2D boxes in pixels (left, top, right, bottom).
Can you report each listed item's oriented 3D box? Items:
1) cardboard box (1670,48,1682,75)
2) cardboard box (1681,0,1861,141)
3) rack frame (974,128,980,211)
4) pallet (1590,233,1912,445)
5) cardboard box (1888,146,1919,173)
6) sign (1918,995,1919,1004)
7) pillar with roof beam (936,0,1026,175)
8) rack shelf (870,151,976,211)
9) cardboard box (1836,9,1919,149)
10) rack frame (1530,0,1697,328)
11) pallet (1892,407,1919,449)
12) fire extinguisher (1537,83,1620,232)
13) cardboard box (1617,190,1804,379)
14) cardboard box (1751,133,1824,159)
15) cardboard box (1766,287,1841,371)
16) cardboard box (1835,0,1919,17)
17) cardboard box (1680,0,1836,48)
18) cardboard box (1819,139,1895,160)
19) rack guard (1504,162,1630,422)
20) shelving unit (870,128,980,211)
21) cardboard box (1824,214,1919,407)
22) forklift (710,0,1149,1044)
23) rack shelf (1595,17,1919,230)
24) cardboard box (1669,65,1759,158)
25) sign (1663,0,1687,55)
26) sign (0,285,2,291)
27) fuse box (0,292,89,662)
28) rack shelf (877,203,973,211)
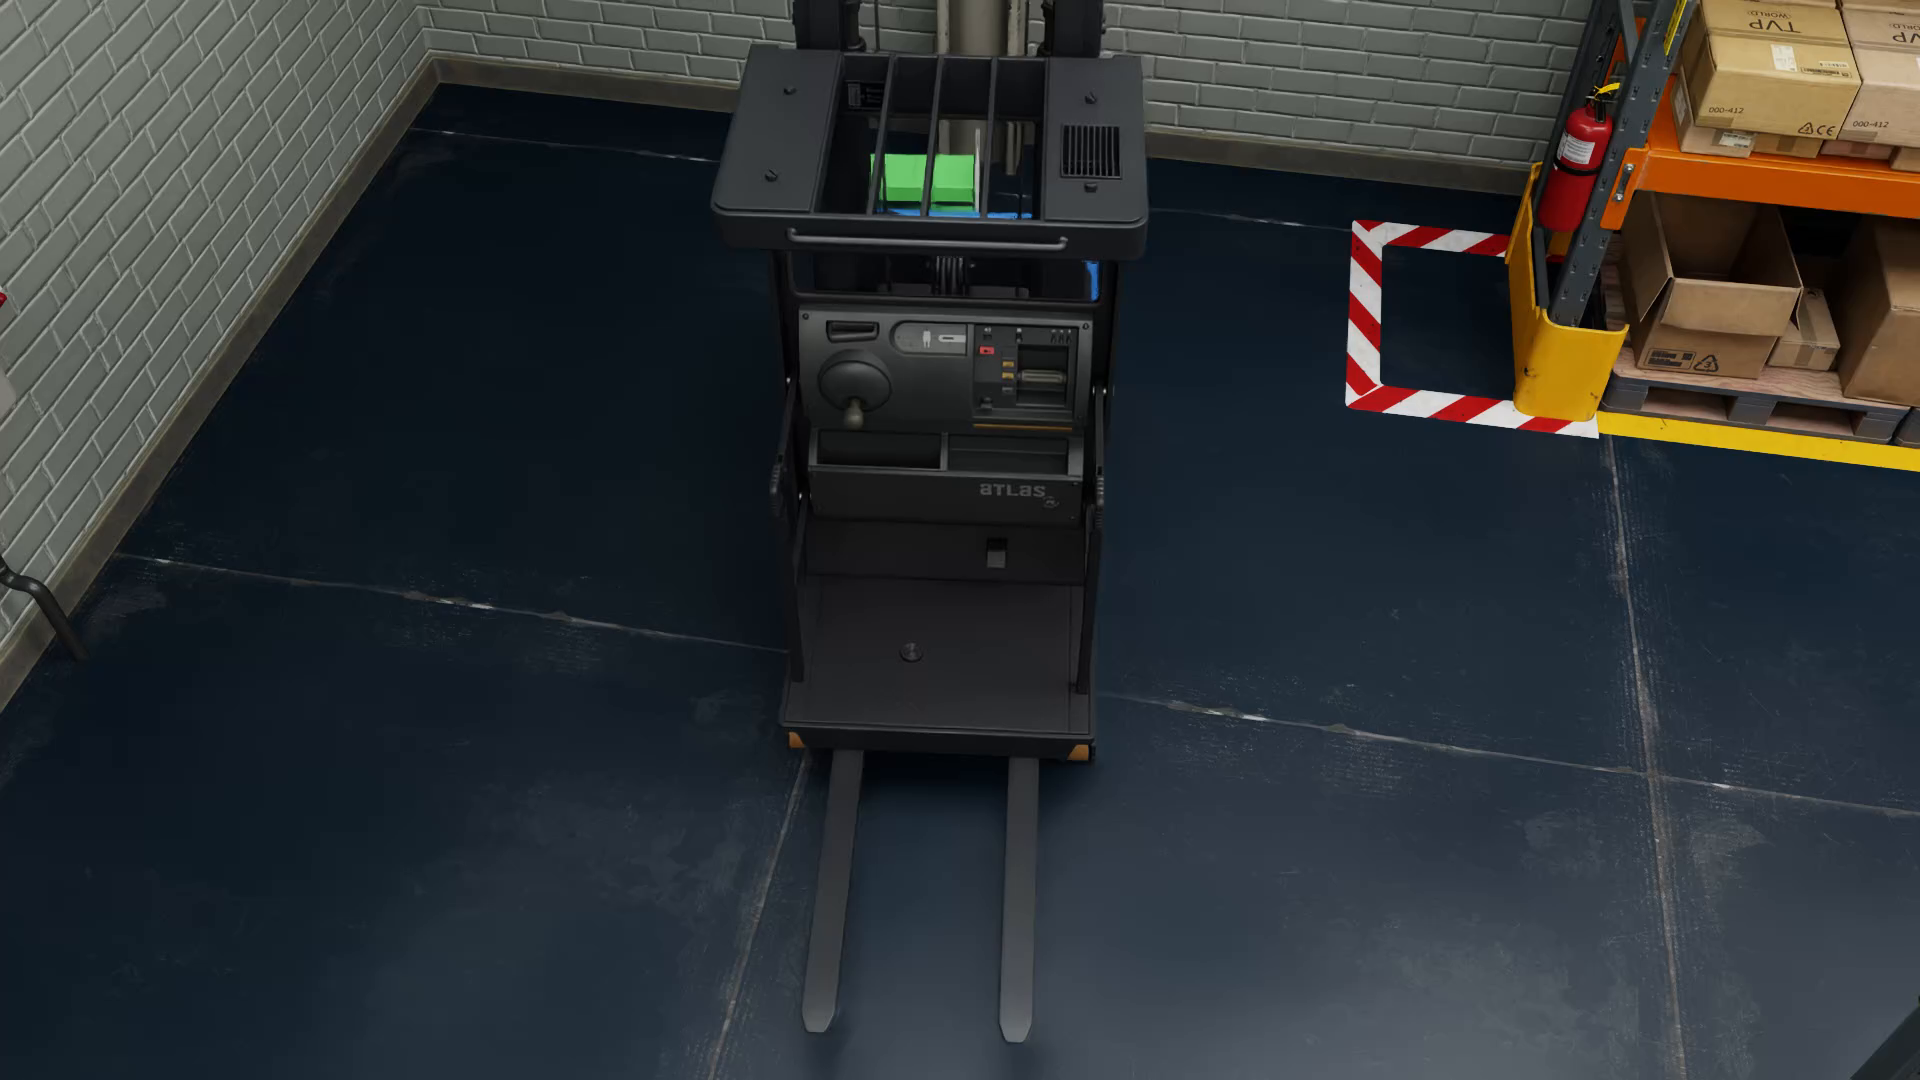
[{"bbox_3d":[2.977,-2.034,6.702,0.250,0.149,0.380,7,48,6],"label":"cardboard box"},{"bbox_3d":[3.002,-1.757,6.185,0.500,0.250,0.500,8,49,7],"label":"cardboard box"},{"bbox_3d":[0.067,-1.124,6.917,0.015,1.200,0.240,1,45,1],"label":"rack frame"},{"bbox_3d":[3.462,-0.918,7.405,1.213,0.211,1.003,8,49,7],"label":"pallet"},{"bbox_3d":[3.639,-1.549,6.266,0.250,0.149,0.380,9,49,8],"label":"cardboard box"},{"bbox_3d":[1.834,0.807,3.042,0.005,0.325,0.100,8,49,7],"label":"sign"},{"bbox_3d":[-0.656,-1.835,2.321,0.400,9.000,9.100,8,49,7],"label":"pillar with roof beam"},{"bbox_3d":[-0.177,-1.421,6.625,0.480,0.148,0.258,1,45,1],"label":"rack shelf"},{"bbox_3d":[3.498,-1.690,6.125,0.500,0.250,0.500,8,49,7],"label":"cardboard box"},{"bbox_3d":[2.603,-1.965,6.471,0.127,3.000,1.000,8,49,7],"label":"rack frame"},{"bbox_3d":[4.659,-0.755,7.259,1.213,0.211,1.003,8,49,7],"label":"pallet"},{"bbox_3d":[2.376,-1.496,6.352,0.183,0.674,0.296,8,49,7],"label":"fire extinguisher"},{"bbox_3d":[3.188,-1.121,7.108,0.637,0.503,0.797,6,48,5],"label":"cardboard box"},{"bbox_3d":[3.136,-1.637,6.345,0.250,0.149,0.380,9,49,8],"label":"cardboard box"},{"bbox_3d":[3.599,-0.917,7.164,0.250,0.149,0.380,6,48,5],"label":"cardboard box"},{"bbox_3d":[3.610,-2.079,6.474,0.500,0.250,0.500,8,49,7],"label":"cardboard box"},{"bbox_3d":[3.103,-2.148,6.536,0.500,0.250,0.500,9,49,8],"label":"cardboard box"},{"bbox_3d":[3.401,-1.628,6.337,0.250,0.149,0.380,7,48,6],"label":"cardboard box"},{"bbox_3d":[2.678,-1.119,7.392,0.348,0.500,1.175,8,49,7],"label":"rack guard"},{"bbox_3d":[-0.177,-1.129,6.921,0.503,1.200,0.258,1,45,1],"label":"shelving unit"},{"bbox_3d":[4.022,-0.978,6.982,0.500,0.500,0.700,9,49,8],"label":"cardboard box"},{"bbox_3d":[-0.057,-0.441,5.147,1.130,2.935,3.031,2,48,2],"label":"forklift"},{"bbox_3d":[4.571,-1.460,6.501,4.000,0.370,1.077,8,49,7],"label":"rack shelf"},{"bbox_3d":[2.878,-1.637,6.345,0.250,0.149,0.380,7,48,7],"label":"cardboard box"},{"bbox_3d":[2.507,-1.857,5.792,0.005,0.325,0.100,8,49,7],"label":"sign"},{"bbox_3d":[-3.428,-0.936,5.610,0.001,0.494,0.329,8,49,7],"label":"sign"},{"bbox_3d":[-3.312,-0.148,5.704,0.414,1.711,0.539,8,49,7],"label":"fuse box"},{"bbox_3d":[-0.177,-1.252,6.796,0.480,0.148,0.258,1,45,1],"label":"rack shelf"}]
